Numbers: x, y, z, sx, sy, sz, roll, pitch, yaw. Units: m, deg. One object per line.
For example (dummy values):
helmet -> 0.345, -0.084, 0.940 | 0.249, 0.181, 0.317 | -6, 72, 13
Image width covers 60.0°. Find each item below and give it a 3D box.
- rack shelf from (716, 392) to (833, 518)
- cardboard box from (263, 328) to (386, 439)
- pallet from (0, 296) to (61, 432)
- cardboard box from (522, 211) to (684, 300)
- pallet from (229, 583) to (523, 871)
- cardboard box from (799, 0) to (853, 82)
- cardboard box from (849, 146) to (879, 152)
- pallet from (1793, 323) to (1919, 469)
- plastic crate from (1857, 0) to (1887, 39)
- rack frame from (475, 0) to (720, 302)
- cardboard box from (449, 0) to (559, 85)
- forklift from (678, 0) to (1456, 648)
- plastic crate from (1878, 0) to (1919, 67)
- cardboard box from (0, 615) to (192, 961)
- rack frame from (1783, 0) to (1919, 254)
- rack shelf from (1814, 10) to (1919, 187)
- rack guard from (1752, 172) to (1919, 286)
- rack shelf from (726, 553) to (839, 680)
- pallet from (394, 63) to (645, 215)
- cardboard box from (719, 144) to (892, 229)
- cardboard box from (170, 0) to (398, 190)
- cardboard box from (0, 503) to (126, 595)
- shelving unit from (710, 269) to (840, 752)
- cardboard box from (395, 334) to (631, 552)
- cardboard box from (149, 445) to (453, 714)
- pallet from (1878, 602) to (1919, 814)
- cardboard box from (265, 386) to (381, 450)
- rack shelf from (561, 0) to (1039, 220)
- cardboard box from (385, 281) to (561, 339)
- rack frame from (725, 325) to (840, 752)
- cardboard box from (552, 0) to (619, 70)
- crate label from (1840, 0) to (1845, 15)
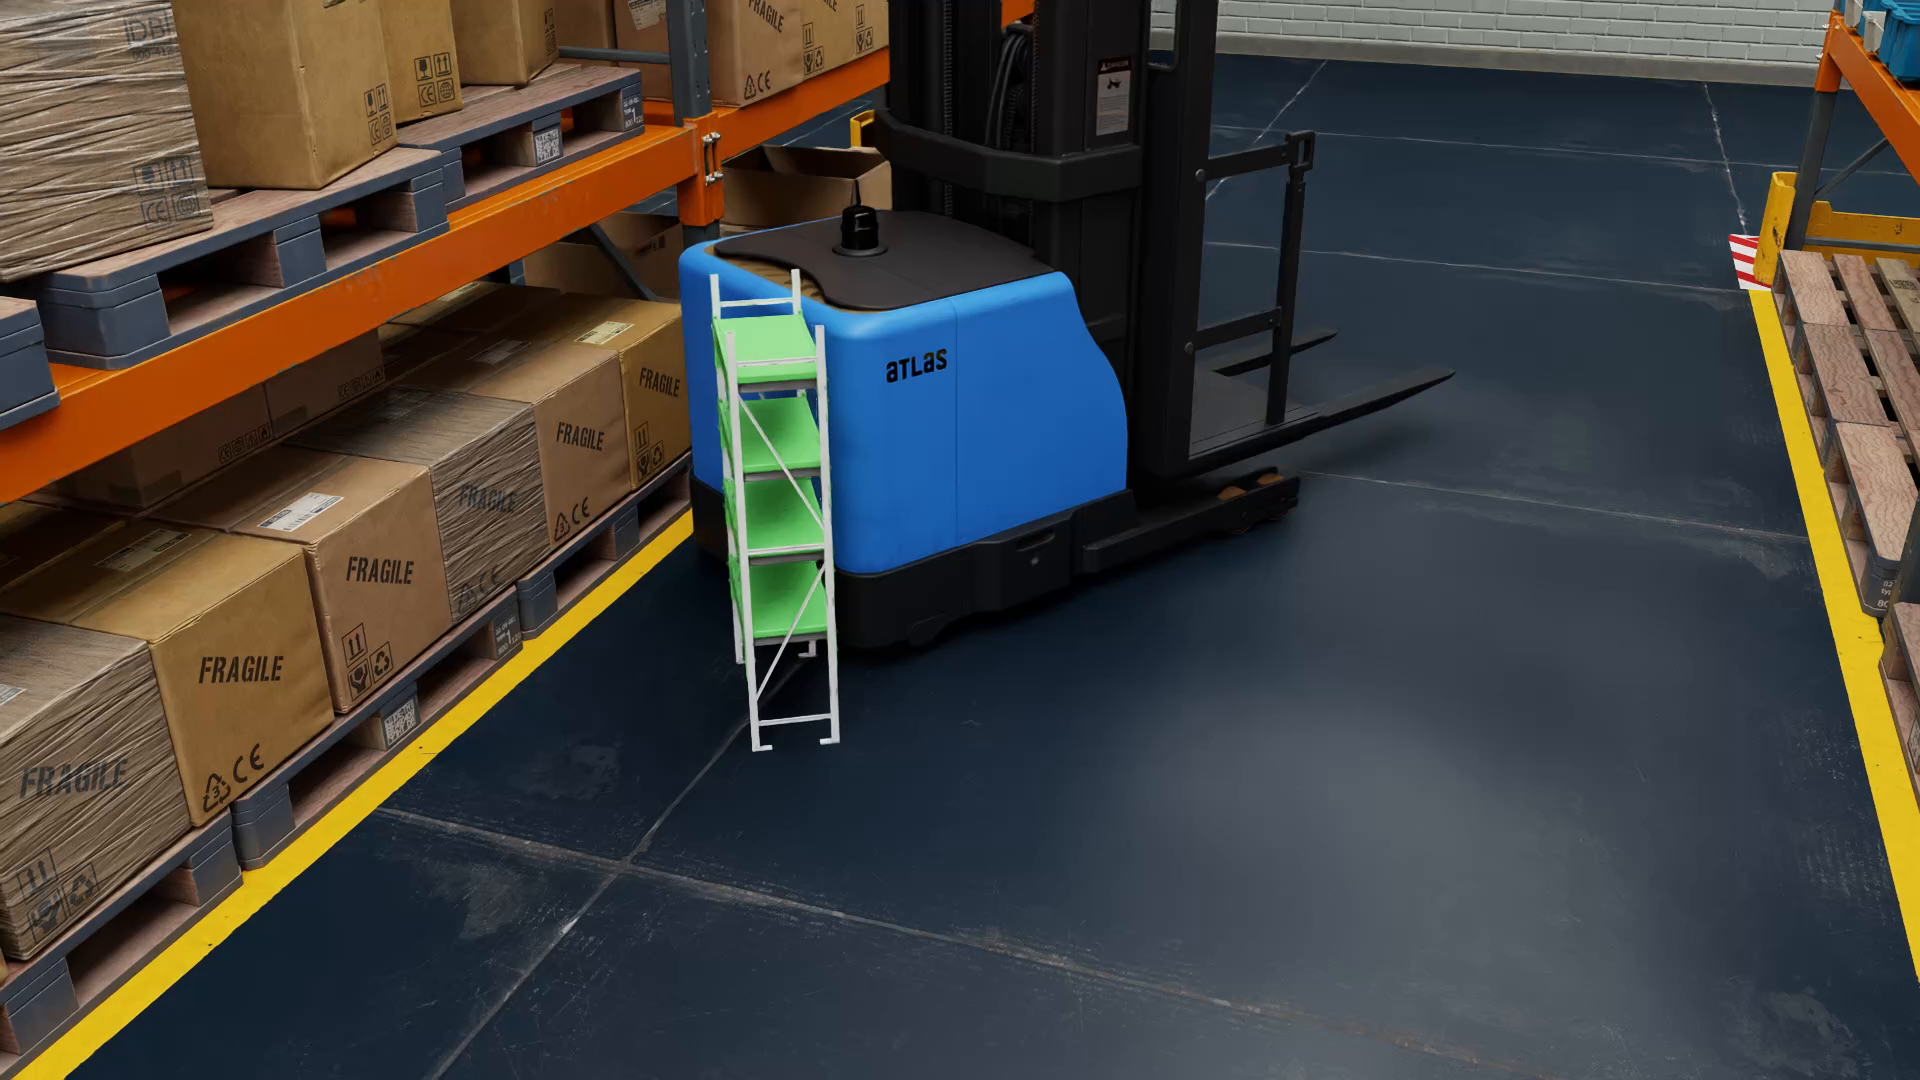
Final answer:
rack shelf -> -0.503, -0.236, 4.457 | 0.258, 0.148, 0.480 | -5, 26, -11
cardboard box -> -2.075, -0.532, 4.909 | 0.500, 0.250, 0.500 | 9, 27, 18
pallet -> -2.524, -0.254, 3.053 | 1.213, 0.211, 1.003 | 9, 27, 17
cardboard box -> -1.430, -1.044, 6.827 | 0.500, 0.500, 0.500 | 9, 27, 17
pallet -> -1.991, 0.402, 4.677 | 1.003, 0.211, 1.213 | 9, 27, 17
cardboard box -> -0.758, -2.121, 6.574 | 0.500, 0.500, 0.500 | 9, 27, 18
cardboard box -> -0.484, -2.132, 9.478 | 0.380, 0.149, 0.250 | 9, 27, 17
pallet -> 3.930, -0.531, 6.605 | 1.003, 0.211, 1.213 | 9, 27, 17
plastic crate -> 4.037, -2.247, 7.072 | 0.416, 0.233, 0.300 | 9, 27, 17
rack frame -> -1.352, -1.696, 5.810 | 1.000, 3.000, 0.127 | 9, 27, 17
cardboard box -> -1.720, -1.767, 5.361 | 0.700, 0.500, 0.500 | 0, 26, 0
forklift -> 0.579, -1.500, 5.484 | 3.031, 2.935, 1.130 | -19, 32, -34
plastic crate -> 3.818, -1.976, 6.513 | 0.416, 0.233, 0.300 | 9, 27, 17
cardboard box -> -2.093, 0.514, 3.610 | 0.500, 0.500, 0.500 | 8, 27, 16
rack frame -> 4.649, -2.619, 7.718 | 1.000, 3.000, 0.127 | 9, 27, 17
rack shelf -> 3.983, -1.474, 6.177 | 1.077, 0.370, 4.000 | 9, 27, 17
rack guard -> 4.645, -1.506, 8.287 | 1.175, 0.500, 0.348 | 9, 27, 17
rack shelf -> -0.503, 0.196, 4.667 | 0.258, 0.148, 0.480 | -5, 26, -11
pallet -> -1.721, -1.297, 5.206 | 1.003, 0.211, 1.213 | 9, 27, 17
cardboard box -> -0.732, -1.543, 7.854 | 0.797, 0.503, 0.637 | 9, 27, 17
cardboard box -> -1.882, -1.195, 4.178 | 0.700, 0.500, 0.500 | 2, 26, 4
cardboard box -> -2.421, 0.244, 4.167 | 0.500, 0.500, 0.500 | 8, 27, 16
shelving unit -> -0.503, -0.078, 4.534 | 0.258, 1.200, 0.503 | -5, 26, -11
cardboard box -> -1.418, -0.322, 5.337 | 0.500, 0.500, 0.500 | 9, 27, 18
cardboard box -> -1.753, 0.093, 4.479 | 0.500, 0.500, 0.500 | 8, 27, 16
pallet -> 3.022, 0.590, 4.288 | 1.003, 0.211, 1.213 | 9, 27, 17
cardboard box -> -2.083, -0.180, 5.043 | 0.500, 0.500, 0.500 | 9, 27, 18
rack shelf -> -0.686, -2.194, 7.664 | 1.077, 0.370, 4.000 | 9, 27, 17
cardboard box -> -1.743, -0.605, 5.921 | 0.500, 0.500, 0.500 | 8, 27, 15
rack frame -> -0.452, 0.026, 4.319 | 0.240, 1.200, 0.015 | -5, 26, -11
cardboard box -> -1.428, -1.983, 6.289 | 0.500, 0.500, 0.500 | 9, 27, 18
crate label -> 4.256, -2.517, 7.630 | 0.416, 0.233, 0.303 | 9, 27, 17
